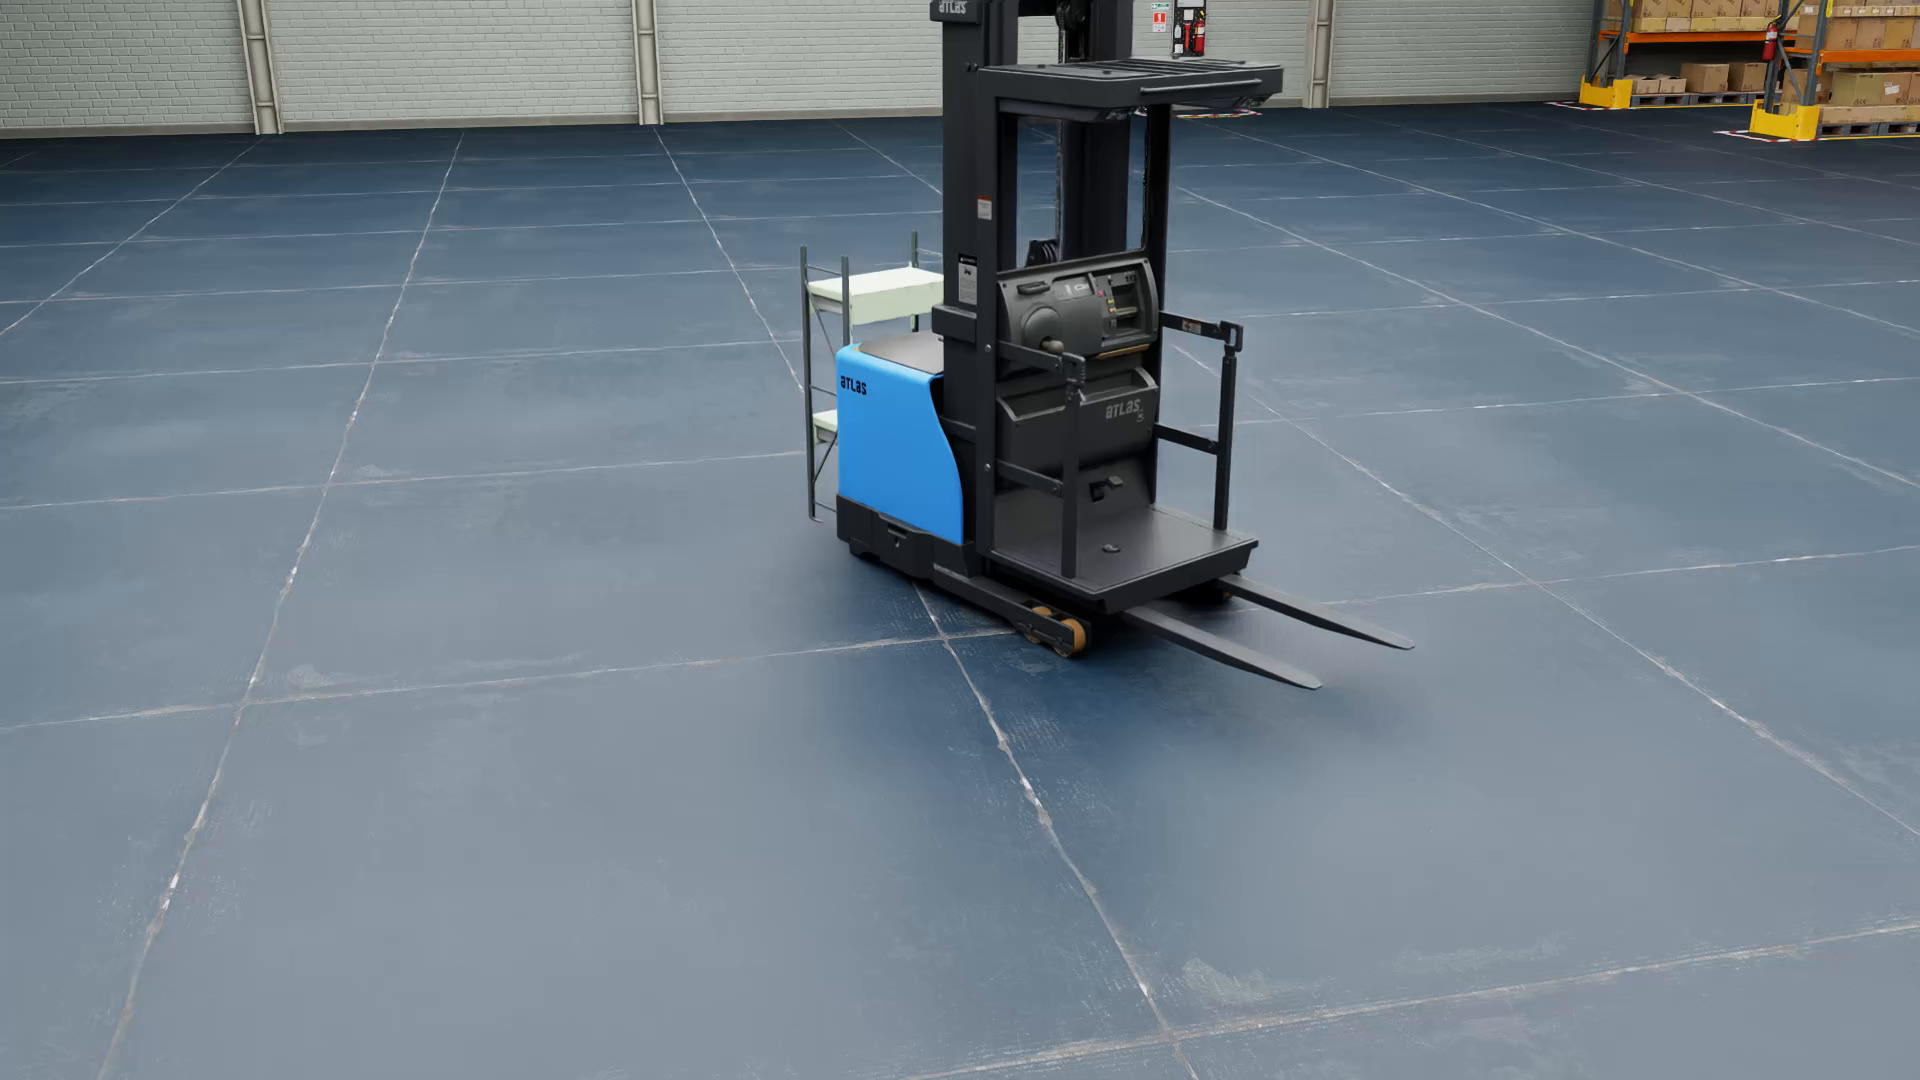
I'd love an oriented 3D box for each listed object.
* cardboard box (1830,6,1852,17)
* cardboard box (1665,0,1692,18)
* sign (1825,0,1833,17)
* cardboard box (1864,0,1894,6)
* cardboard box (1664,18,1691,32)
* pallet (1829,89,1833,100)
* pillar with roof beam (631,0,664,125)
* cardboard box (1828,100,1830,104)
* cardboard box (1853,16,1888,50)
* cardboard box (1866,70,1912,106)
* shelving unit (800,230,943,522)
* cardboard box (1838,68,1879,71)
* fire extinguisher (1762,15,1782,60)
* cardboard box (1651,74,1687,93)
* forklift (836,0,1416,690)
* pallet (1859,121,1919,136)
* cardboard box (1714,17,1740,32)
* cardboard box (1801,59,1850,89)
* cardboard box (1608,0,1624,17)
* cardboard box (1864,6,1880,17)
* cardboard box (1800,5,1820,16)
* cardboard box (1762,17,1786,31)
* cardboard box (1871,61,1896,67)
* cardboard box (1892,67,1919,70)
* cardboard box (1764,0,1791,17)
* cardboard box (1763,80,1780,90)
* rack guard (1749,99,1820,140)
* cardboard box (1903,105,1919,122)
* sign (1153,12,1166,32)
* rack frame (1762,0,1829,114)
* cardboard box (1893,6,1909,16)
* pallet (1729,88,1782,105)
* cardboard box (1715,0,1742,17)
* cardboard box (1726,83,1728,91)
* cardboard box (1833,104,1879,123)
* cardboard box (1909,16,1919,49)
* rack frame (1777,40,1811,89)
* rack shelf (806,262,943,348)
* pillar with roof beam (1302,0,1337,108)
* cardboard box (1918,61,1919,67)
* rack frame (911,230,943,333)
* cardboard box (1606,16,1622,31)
[{"bbox_3d":[13.434,-8.117,25.523,0.250,0.149,0.380,-5,21,-13],"label":"cardboard box"},{"bbox_3d":[12.876,-9.728,30.109,0.500,0.500,0.500,-5,21,-12],"label":"cardboard box"},{"bbox_3d":[13.124,-8.064,25.093,0.005,0.325,0.100,-5,21,-12],"label":"sign"},{"bbox_3d":[14.022,-8.543,25.743,0.500,0.500,0.700,-5,21,-14],"label":"cardboard box"},{"bbox_3d":[12.909,-9.381,30.253,0.500,0.250,0.500,-5,21,-14],"label":"cardboard box"},{"bbox_3d":[16.509,-8.533,31.803,1.213,0.211,1.003,-5,21,-12],"label":"pallet"},{"bbox_3d":[-4.185,-9.760,22.376,0.400,9.000,9.100,-5,21,-12],"label":"pillar with roof beam"},{"bbox_3d":[13.940,-6.897,26.670,0.500,0.250,0.500,-5,21,-12],"label":"cardboard box"},{"bbox_3d":[13.970,-7.929,25.954,0.500,0.500,0.700,-4,21,-11],"label":"cardboard box"},{"bbox_3d":[14.545,-7.117,26.178,0.500,0.500,0.500,-5,21,-12],"label":"cardboard box"},{"bbox_3d":[-0.413,-0.854,8.964,0.755,1.500,0.431,-16,25,-37],"label":"shelving unit"},{"bbox_3d":[14.426,-7.291,26.653,0.500,0.500,0.500,-5,21,-12],"label":"cardboard box"},{"bbox_3d":[12.780,-7.916,26.176,0.183,0.674,0.296,-5,21,-12],"label":"fire extinguisher"},{"bbox_3d":[13.108,-8.478,30.867,0.500,0.311,0.500,-3,20,-8],"label":"cardboard box"},{"bbox_3d":[0.687,-1.052,7.426,1.130,2.935,3.031,-16,25,-37],"label":"forklift"},{"bbox_3d":[14.922,-6.667,26.707,1.213,0.211,1.003,-5,21,-12],"label":"pallet"},{"bbox_3d":[13.898,-9.459,30.464,0.500,0.250,0.500,-4,21,-12],"label":"cardboard box"},{"bbox_3d":[16.464,-8.877,31.683,0.500,0.500,0.700,-4,20,-11],"label":"cardboard box"},{"bbox_3d":[12.269,-9.864,30.479,0.500,0.500,0.500,-5,21,-13],"label":"cardboard box"},{"bbox_3d":[13.933,-8.158,25.635,0.250,0.149,0.380,-5,21,-12],"label":"cardboard box"},{"bbox_3d":[13.330,-8.252,25.892,0.250,0.149,0.380,-5,21,-13],"label":"cardboard box"},{"bbox_3d":[14.874,-9.544,30.697,0.500,0.250,0.500,-5,21,-12],"label":"cardboard box"},{"bbox_3d":[17.461,-8.962,31.913,0.500,0.500,0.700,-4,21,-12],"label":"cardboard box"},{"bbox_3d":[15.399,-7.370,26.870,0.500,0.500,0.500,-5,21,-12],"label":"cardboard box"},{"bbox_3d":[14.878,-9.889,30.550,0.500,0.500,0.500,-5,21,-13],"label":"cardboard box"},{"bbox_3d":[15.238,-8.605,31.423,0.250,0.166,0.380,-7,21,-20],"label":"cardboard box"},{"bbox_3d":[12.979,-6.631,26.189,0.348,0.500,1.175,-5,21,-12],"label":"rack guard"},{"bbox_3d":[15.036,-6.799,26.400,0.500,0.250,0.500,-5,21,-12],"label":"cardboard box"},{"bbox_3d":[3.527,-9.159,29.405,0.234,0.329,0.001,-5,21,-12],"label":"sign"},{"bbox_3d":[13.002,-7.806,25.764,0.127,3.000,1.000,-5,21,-12],"label":"rack frame"},{"bbox_3d":[14.438,-8.199,25.748,0.250,0.149,0.380,-5,21,-14],"label":"cardboard box"},{"bbox_3d":[15.106,-8.406,31.456,1.213,0.211,1.003,-5,21,-12],"label":"pallet"},{"bbox_3d":[13.880,-9.812,30.338,0.500,0.500,0.500,-4,20,-11],"label":"cardboard box"},{"bbox_3d":[14.190,-8.529,31.241,0.250,0.149,0.380,-6,21,-17],"label":"cardboard box"},{"bbox_3d":[14.061,-6.721,26.189,0.500,0.250,0.500,-5,21,-12],"label":"cardboard box"},{"bbox_3d":[14.966,-8.009,26.173,0.500,0.500,0.700,-4,21,-11],"label":"cardboard box"},{"bbox_3d":[15.752,-9.781,31.154,0.127,3.000,1.000,-5,21,-12],"label":"rack frame"},{"bbox_3d":[-0.413,-1.220,8.830,0.720,0.370,0.431,-16,25,-37],"label":"rack shelf"},{"bbox_3d":[7.493,-10.710,24.969,0.400,9.000,9.100,-5,21,-12],"label":"pillar with roof beam"},{"bbox_3d":[18.427,-9.054,32.164,0.500,0.500,0.700,-5,21,-13],"label":"cardboard box"},{"bbox_3d":[-0.132,-0.934,9.184,0.023,1.500,0.400,-16,25,-37],"label":"rack frame"},{"bbox_3d":[12.269,-9.505,30.590,0.500,0.250,0.500,-4,21,-12],"label":"cardboard box"}]
